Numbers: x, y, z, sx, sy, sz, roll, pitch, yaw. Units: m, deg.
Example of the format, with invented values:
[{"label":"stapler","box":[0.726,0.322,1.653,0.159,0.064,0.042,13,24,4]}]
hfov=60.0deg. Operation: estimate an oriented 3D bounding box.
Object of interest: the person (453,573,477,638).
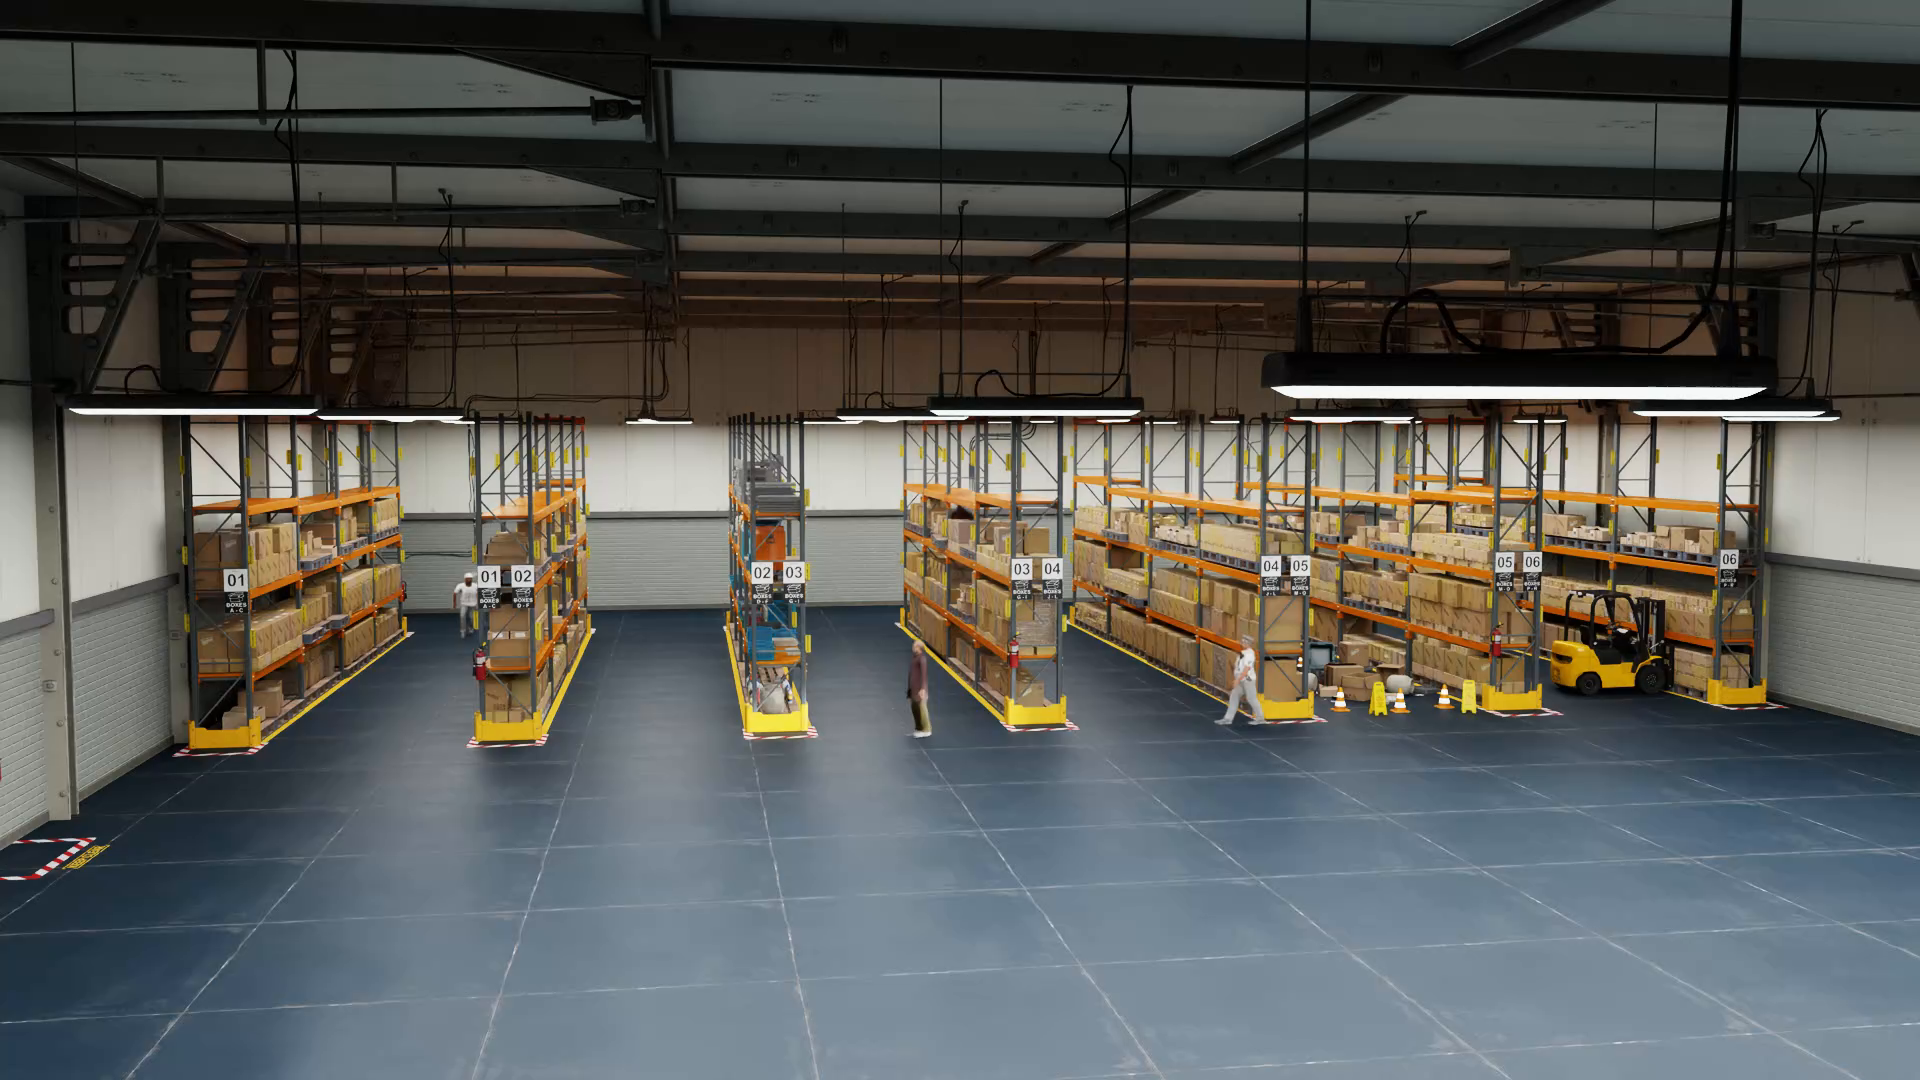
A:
[{"label":"person","box":[-13.470,1.779,45.522,0.787,1.746,0.994,-1,4,-7]}]

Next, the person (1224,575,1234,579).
[{"label":"person","box":[8.567,1.357,52.501,0.649,1.622,0.408,-2,4,-27]}]

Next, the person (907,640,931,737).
[{"label":"person","box":[-0.759,2.757,30.701,0.400,1.827,0.704,-1,4,-20]}]

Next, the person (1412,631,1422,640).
[{"label":"person","box":[11.551,2.027,42.024,0.441,1.764,0.607,2,4,27]}]

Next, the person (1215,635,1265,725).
[{"label":"person","box":[5.378,2.676,31.773,0.927,1.724,0.569,-1,4,-14]}]
